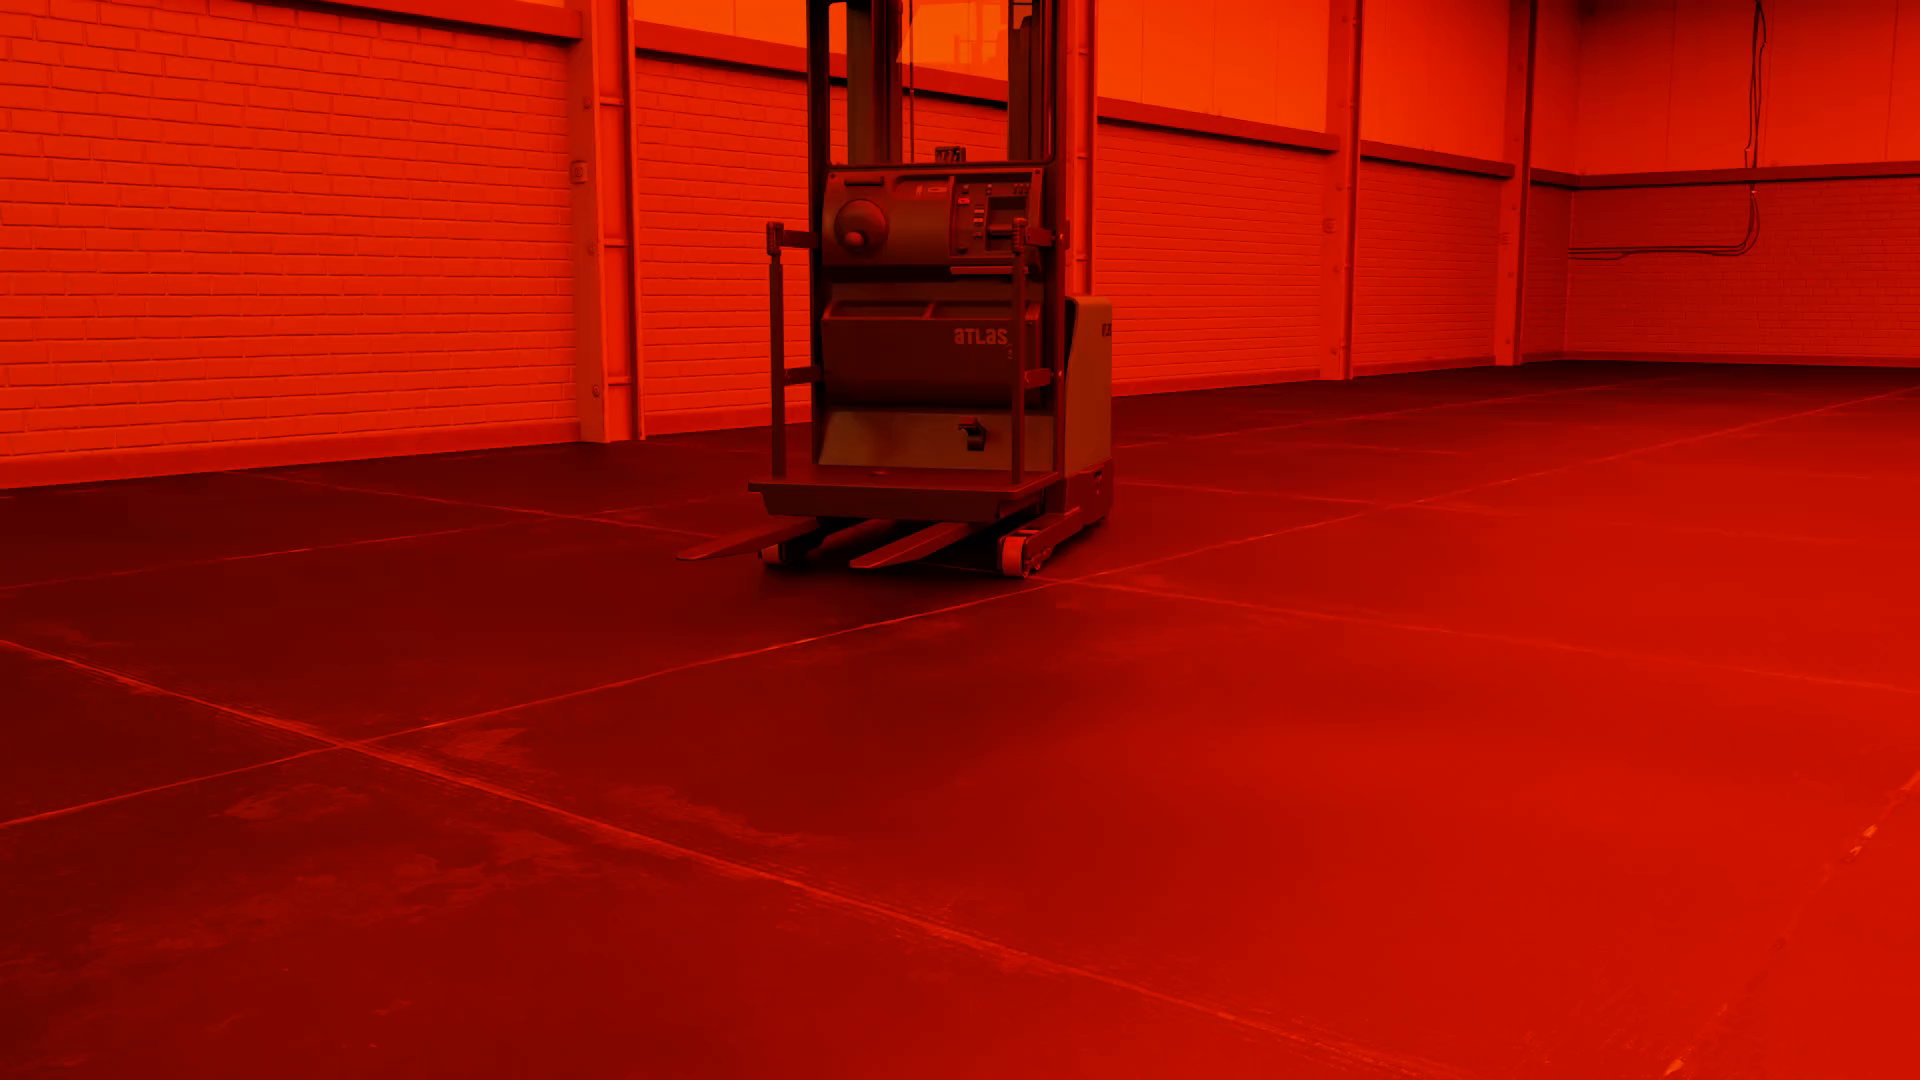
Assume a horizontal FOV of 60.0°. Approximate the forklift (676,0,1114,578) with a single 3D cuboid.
[{"bbox_3d":[-0.176,-1.366,6.616,1.130,2.935,3.031,3,9,17],"label":"forklift"}]
